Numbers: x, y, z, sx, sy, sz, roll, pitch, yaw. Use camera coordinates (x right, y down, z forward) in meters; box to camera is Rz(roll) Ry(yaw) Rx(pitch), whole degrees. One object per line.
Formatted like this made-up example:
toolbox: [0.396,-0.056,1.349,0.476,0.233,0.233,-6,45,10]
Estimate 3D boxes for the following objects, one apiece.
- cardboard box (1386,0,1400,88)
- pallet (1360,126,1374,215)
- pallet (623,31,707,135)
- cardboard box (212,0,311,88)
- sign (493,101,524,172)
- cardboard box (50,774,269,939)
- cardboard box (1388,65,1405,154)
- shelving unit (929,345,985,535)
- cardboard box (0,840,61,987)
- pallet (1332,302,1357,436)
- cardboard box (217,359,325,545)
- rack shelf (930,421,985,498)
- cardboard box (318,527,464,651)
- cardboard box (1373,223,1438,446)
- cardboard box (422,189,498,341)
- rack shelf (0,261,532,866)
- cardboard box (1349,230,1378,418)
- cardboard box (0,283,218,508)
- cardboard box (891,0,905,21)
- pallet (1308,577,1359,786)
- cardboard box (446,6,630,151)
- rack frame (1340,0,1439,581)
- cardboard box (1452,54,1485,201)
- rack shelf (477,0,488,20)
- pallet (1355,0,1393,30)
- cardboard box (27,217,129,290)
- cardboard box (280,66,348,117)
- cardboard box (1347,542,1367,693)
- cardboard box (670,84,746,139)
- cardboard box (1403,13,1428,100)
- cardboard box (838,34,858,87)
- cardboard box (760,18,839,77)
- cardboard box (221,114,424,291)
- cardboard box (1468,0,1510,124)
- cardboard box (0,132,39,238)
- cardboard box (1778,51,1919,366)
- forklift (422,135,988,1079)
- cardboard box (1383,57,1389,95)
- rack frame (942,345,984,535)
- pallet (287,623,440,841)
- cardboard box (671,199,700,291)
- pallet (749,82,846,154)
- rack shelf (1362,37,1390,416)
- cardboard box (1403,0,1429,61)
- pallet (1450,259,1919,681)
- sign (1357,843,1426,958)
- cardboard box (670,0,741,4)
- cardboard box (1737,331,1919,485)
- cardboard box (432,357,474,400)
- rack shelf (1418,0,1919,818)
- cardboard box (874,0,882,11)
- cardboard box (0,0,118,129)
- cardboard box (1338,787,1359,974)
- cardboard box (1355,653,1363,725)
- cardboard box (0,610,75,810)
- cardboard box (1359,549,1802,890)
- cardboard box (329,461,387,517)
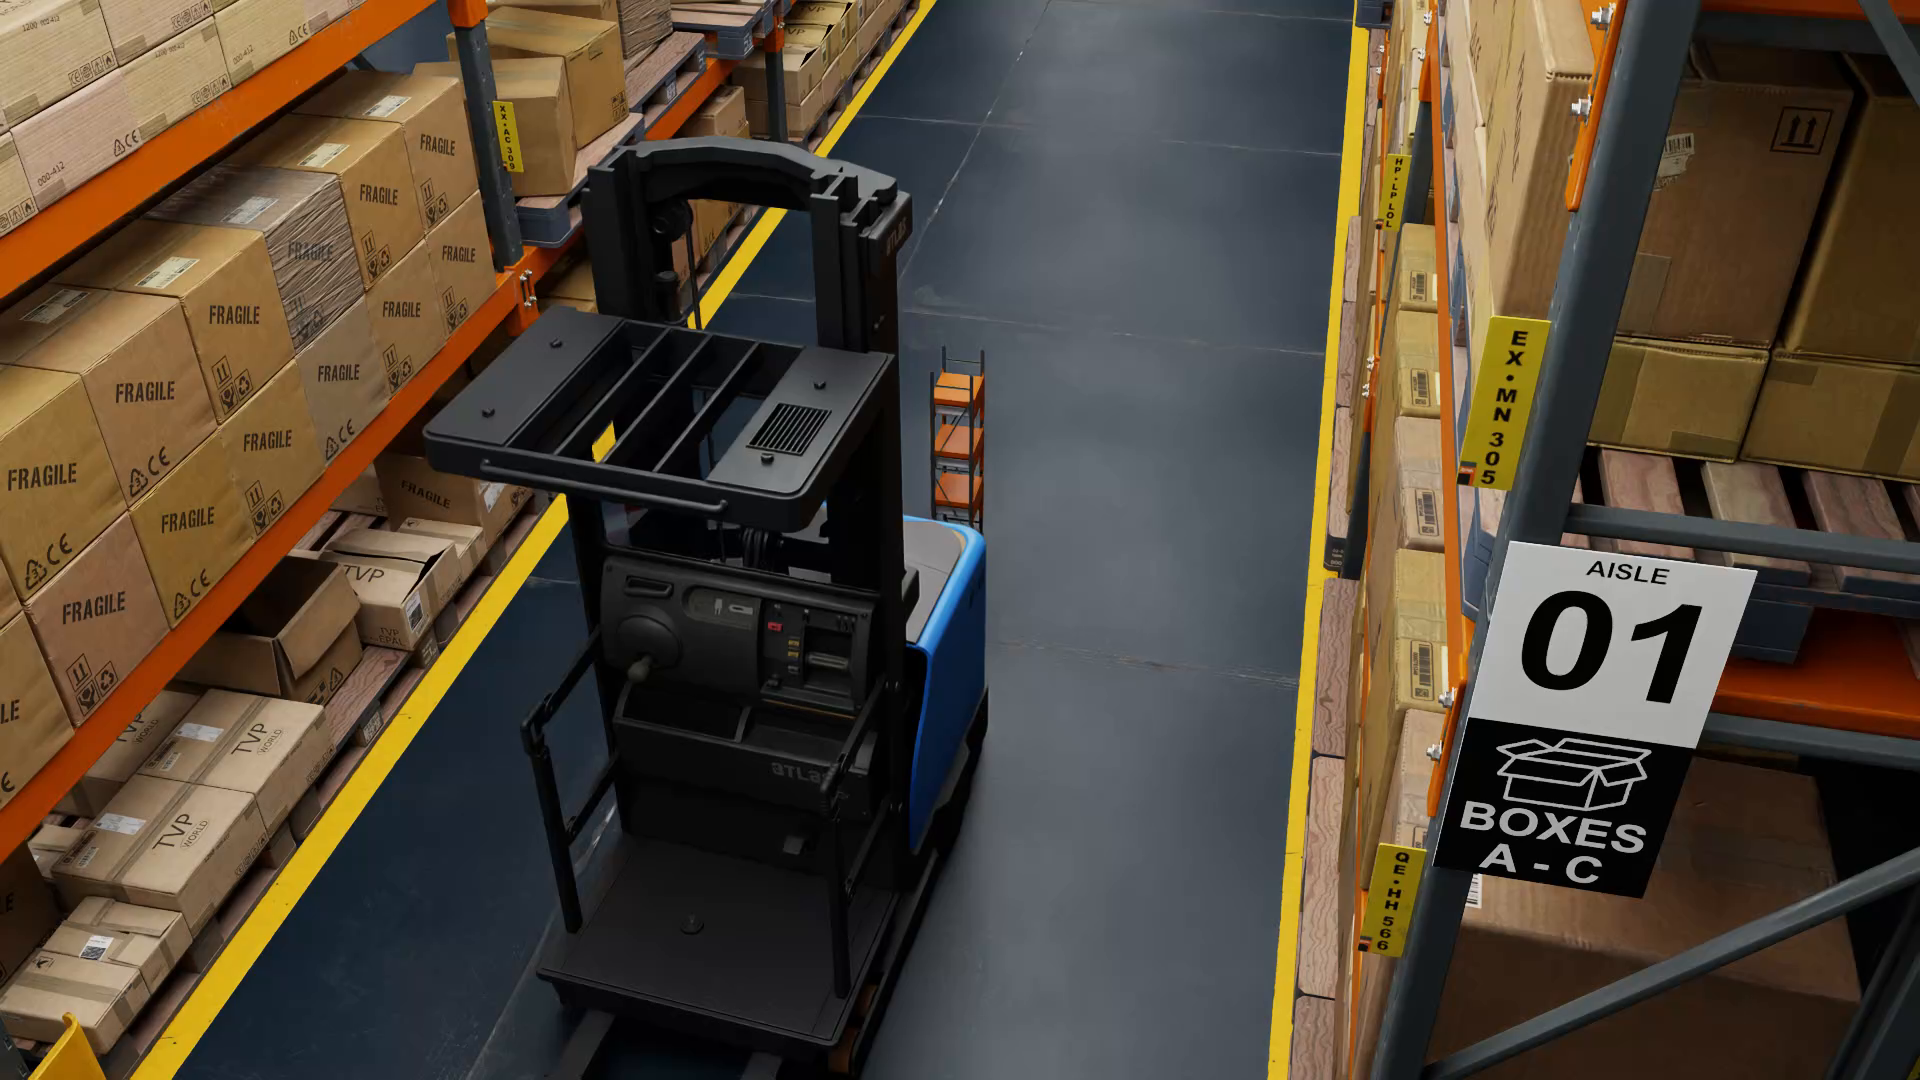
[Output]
cardboard box: [2.662,-2.815,9.222,0.500,0.500,0.500,8,37,12]
pallet: [3.305,-2.510,11.534,1.003,0.211,1.213,7,37,10]
pallet: [-2.114,-2.617,9.468,1.003,0.211,1.213,7,37,10]
cardboard box: [-2.617,-1.786,5.730,0.500,0.250,0.500,7,37,10]
sign: [-2.026,-1.804,7.445,0.100,0.325,0.005,7,37,10]
cardboard box: [-2.912,1.149,6.077,0.500,0.250,0.500,7,37,10]
cardboard box: [2.350,-1.944,8.021,0.500,0.500,0.500,7,37,10]
shelving unit: [-0.011,-0.394,7.900,0.215,1.050,0.252,7,37,10]
cardboard box: [-3.536,1.268,5.700,0.500,0.500,0.500,7,37,10]
pallet: [2.632,-0.923,9.343,1.003,0.211,1.213,7,37,10]
cardboard box: [-2.736,-0.356,6.100,0.500,0.500,0.500,8,37,11]
rack shelf: [-0.011,-0.386,7.906,0.215,0.259,0.240,7,37,10]
cardboard box: [-2.562,0.186,7.354,0.500,0.311,0.500,7,37,10]
cardboard box: [2.151,-0.711,6.419,0.980,0.700,0.700,8,37,11]
cardboard box: [-2.413,-1.239,7.318,0.500,0.500,0.500,8,37,11]
rack shelf: [-2.985,-0.079,6.416,1.077,0.370,4.000,7,37,10]
cardboard box: [2.482,-1.097,8.681,0.750,0.750,0.750,8,37,11]
cardboard box: [-2.843,-0.477,5.415,0.500,0.500,0.500,8,37,11]
cardboard box: [-0.764,-4.596,14.021,0.500,0.250,0.500,7,36,9]
pallet: [2.044,0.657,7.164,1.003,0.211,1.213,7,37,10]
cardboard box: [-2.153,-2.373,8.525,0.700,0.500,0.500,13,38,17]
rack frame: [2.283,-0.898,6.933,1.000,3.000,0.127,7,37,10]
cardboard box: [1.542,-1.020,4.230,0.500,0.250,0.500,6,36,9]
rack shelf: [-2.130,-3.587,8.700,1.077,0.370,4.000,7,37,10]
pallet: [3.185,-3.536,10.736,1.213,0.211,1.003,7,37,10]
cardboard box: [-3.262,-0.841,5.917,0.500,0.500,0.500,8,37,11]
cardboard box: [-2.933,-1.727,7.140,0.500,0.500,0.500,8,37,11]
cardboard box: [2.023,0.360,6.970,0.700,0.500,0.500,8,37,11]
cardboard box: [-1.681,-2.681,10.510,0.500,0.250,0.500,9,37,12]
cardboard box: [2.360,-2.255,7.811,0.500,0.250,0.500,8,37,11]
cardboard box: [-1.093,-3.717,12.808,0.500,0.250,0.500,6,36,9]
cardboard box: [-1.200,-3.660,12.251,0.500,0.311,0.500,6,36,9]
cardboard box: [-2.519,-1.346,6.614,0.500,0.500,0.500,7,36,9]
cardboard box: [1.539,-1.313,3.995,0.500,0.500,0.500,6,36,8]
cardboard box: [-2.934,-0.925,4.542,0.500,0.250,0.500,7,37,10]
cardboard box: [1.820,-0.661,3.096,0.500,0.500,0.500,6,36,8]
forklift: [-0.790,0.384,5.222,1.130,2.935,3.031,10,37,13]
cardboard box: [2.639,-2.653,9.551,0.380,0.149,0.250,8,37,11]
rack frame: [0.015,-0.464,7.996,0.200,1.050,0.008,7,37,10]
pallet: [-2.963,0.707,7.094,1.003,0.211,1.213,7,37,10]
cardboard box: [-1.890,-1.812,9.950,0.500,0.500,0.500,6,36,8]
pallet: [-1.489,-3.148,12.414,1.003,0.211,1.213,7,37,10]
rack shelf: [2.710,-1.754,8.726,1.077,0.370,4.000,7,37,10]
cardboard box: [2.468,-2.547,8.214,0.500,0.250,0.500,7,36,9]
pallet: [1.577,-0.210,3.504,1.003,0.211,1.213,7,37,10]
sign: [0.901,0.754,3.465,0.100,0.325,0.005,7,37,10]
cardboard box: [-1.727,-3.646,10.281,0.700,0.500,0.500,-4,36,-6]
cardboard box: [1.824,-0.357,3.315,0.500,0.250,0.500,9,37,12]
cardboard box: [-2.732,-1.002,8.831,0.500,0.500,0.500,7,37,10]
rack shelf: [1.856,-0.675,4.682,1.077,0.370,4.000,7,37,10]
cardboard box: [-0.869,-4.534,13.457,0.500,0.311,0.500,7,37,10]
cardboard box: [-2.834,-1.415,4.792,0.500,0.250,0.500,7,37,10]
cardboard box: [1.694,1.248,5.744,0.700,0.500,0.500,6,36,8]
cardboard box: [1.660,0.570,6.127,0.380,0.149,0.250,6,36,9]
cardboard box: [-3.059,0.514,4.899,0.500,0.500,0.500,8,37,11]
cardboard box: [1.672,0.561,4.664,0.980,0.700,0.700,7,37,10]
cardboard box: [-2.858,-0.393,8.152,0.500,0.311,0.500,7,37,10]
